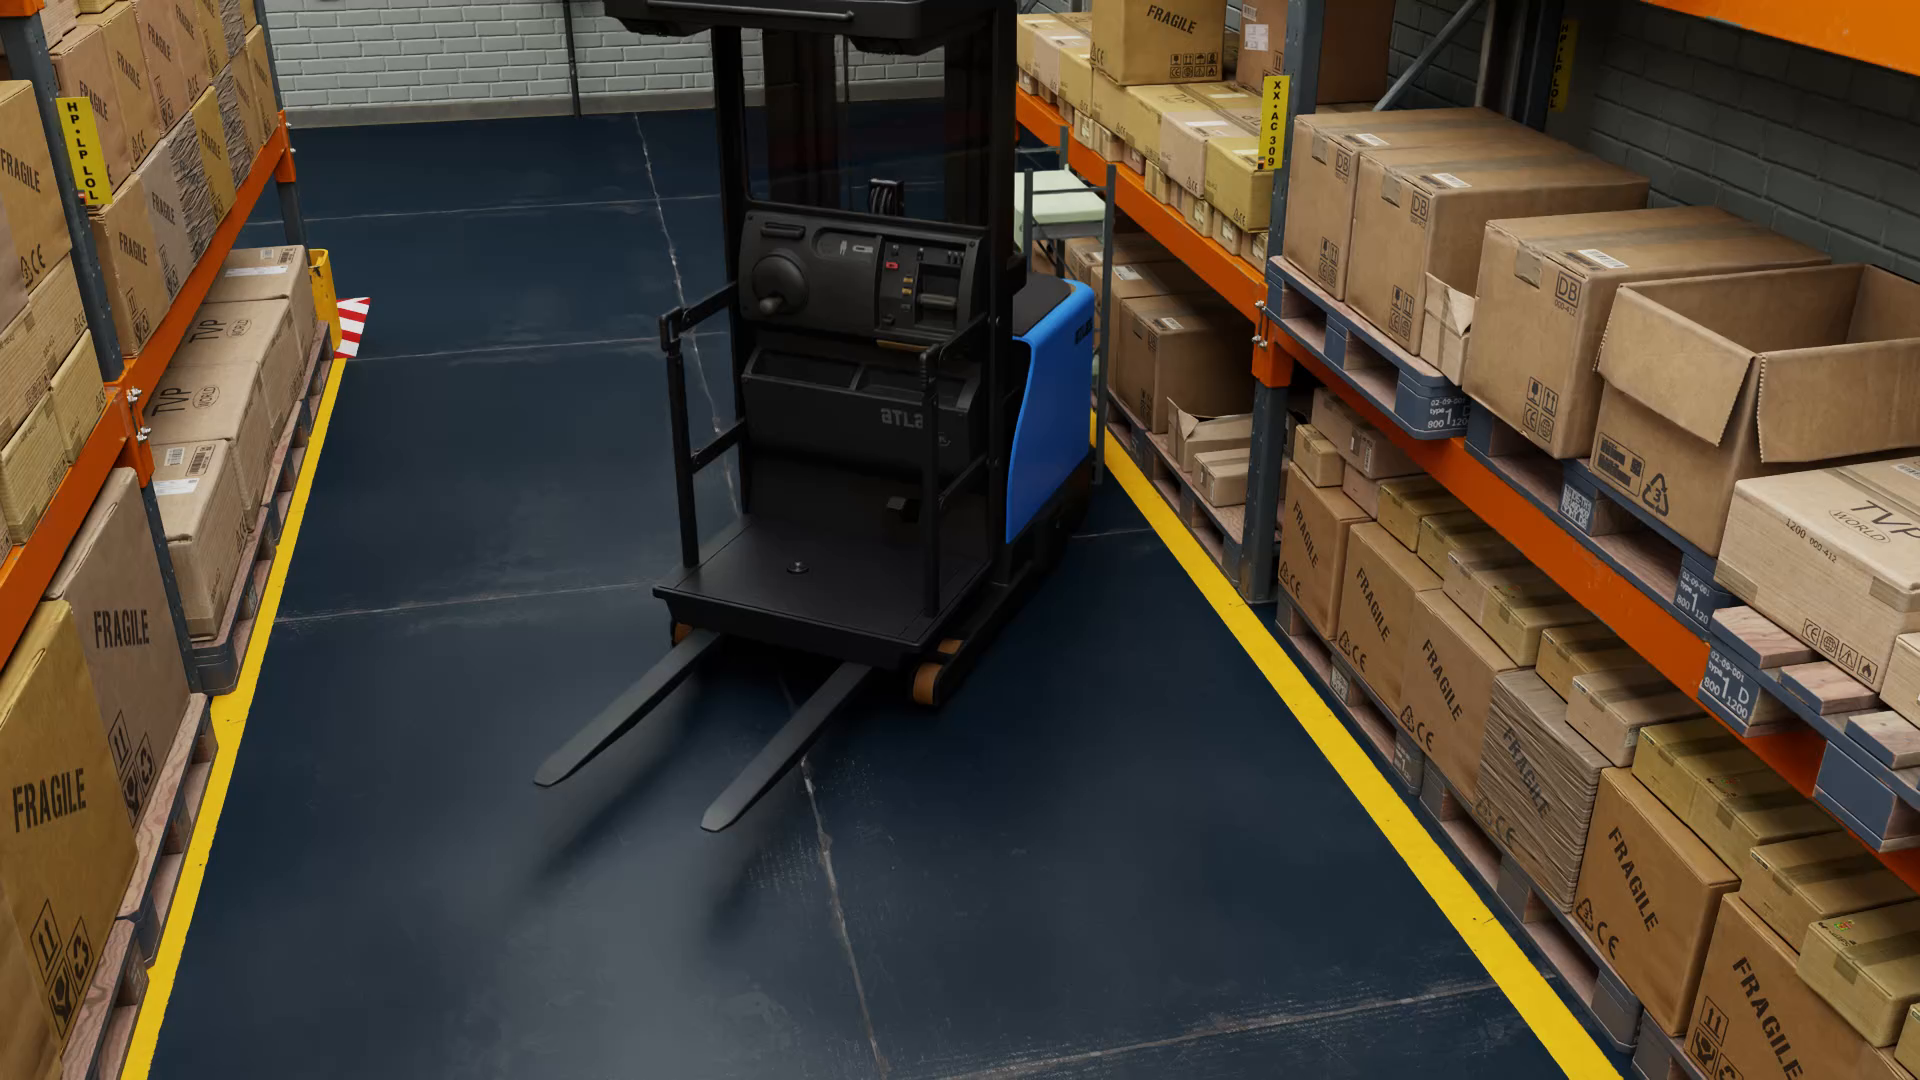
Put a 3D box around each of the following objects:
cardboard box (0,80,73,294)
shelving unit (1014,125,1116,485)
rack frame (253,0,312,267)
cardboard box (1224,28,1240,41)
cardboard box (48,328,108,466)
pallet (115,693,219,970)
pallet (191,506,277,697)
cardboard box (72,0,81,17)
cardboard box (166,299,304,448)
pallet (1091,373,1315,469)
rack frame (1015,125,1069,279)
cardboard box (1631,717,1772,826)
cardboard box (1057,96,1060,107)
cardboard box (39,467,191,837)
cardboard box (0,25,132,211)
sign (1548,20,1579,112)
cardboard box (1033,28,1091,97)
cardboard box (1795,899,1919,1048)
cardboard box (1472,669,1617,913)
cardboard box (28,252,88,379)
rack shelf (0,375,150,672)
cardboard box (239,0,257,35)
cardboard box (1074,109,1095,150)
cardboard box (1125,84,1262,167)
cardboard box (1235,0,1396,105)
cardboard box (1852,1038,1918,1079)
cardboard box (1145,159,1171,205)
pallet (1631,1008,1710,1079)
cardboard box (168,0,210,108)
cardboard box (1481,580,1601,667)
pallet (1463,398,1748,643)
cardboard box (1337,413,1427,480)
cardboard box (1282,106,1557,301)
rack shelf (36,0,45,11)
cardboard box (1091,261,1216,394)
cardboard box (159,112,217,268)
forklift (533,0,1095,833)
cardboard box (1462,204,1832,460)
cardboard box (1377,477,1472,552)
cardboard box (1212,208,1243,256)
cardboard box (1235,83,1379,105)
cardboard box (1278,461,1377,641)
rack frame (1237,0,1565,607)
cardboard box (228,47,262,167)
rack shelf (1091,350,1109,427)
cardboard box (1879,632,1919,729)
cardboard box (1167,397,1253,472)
[{"bbox_3d":[-2.851,-0.962,4.607,0.500,0.500,0.500,-5,27,-10],"label":"cardboard box"},{"bbox_3d":[0.388,-1.077,7.720,0.431,1.500,0.755,-6,27,-11],"label":"shelving unit"},{"bbox_3d":[-4.098,-2.398,8.672,1.000,3.000,0.127,-6,27,-12],"label":"rack frame"},{"bbox_3d":[1.214,-2.568,8.845,0.500,0.250,0.500,-6,27,-11],"label":"cardboard box"},{"bbox_3d":[-2.850,-0.404,4.887,0.500,0.250,0.500,-7,28,-13],"label":"cardboard box"},{"bbox_3d":[-2.949,0.934,5.165,1.003,0.211,1.213,-6,27,-12],"label":"pallet"},{"bbox_3d":[-3.292,0.261,6.498,1.003,0.211,1.213,-6,27,-12],"label":"pallet"},{"bbox_3d":[-3.187,-1.806,5.559,0.380,0.149,0.250,-6,27,-12],"label":"cardboard box"},{"bbox_3d":[-3.638,-0.761,7.806,0.875,0.438,0.875,-5,27,-10],"label":"cardboard box"},{"bbox_3d":[1.206,-0.741,8.484,1.003,0.211,1.213,-6,27,-12],"label":"pallet"},{"bbox_3d":[0.307,-1.238,8.039,0.400,1.500,0.023,-6,27,-11],"label":"rack frame"},{"bbox_3d":[2.002,0.589,4.341,0.380,0.149,0.250,-6,27,-12],"label":"cardboard box"},{"bbox_3d":[0.739,-2.400,8.956,0.380,0.149,0.250,-6,27,-12],"label":"cardboard box"},{"bbox_3d":[-2.979,0.383,5.054,0.875,0.875,0.875,-5,27,-10],"label":"cardboard box"},{"bbox_3d":[-3.068,-1.367,5.408,0.500,0.500,0.500,-6,27,-11],"label":"cardboard box"},{"bbox_3d":[2.178,-1.722,6.049,0.100,0.325,0.005,-6,27,-12],"label":"sign"},{"bbox_3d":[0.691,-2.522,8.753,0.500,0.250,0.500,-6,27,-11],"label":"cardboard box"},{"bbox_3d":[2.090,0.939,3.648,0.380,0.149,0.250,-7,28,-14],"label":"cardboard box"},{"bbox_3d":[1.877,0.697,4.849,0.500,0.500,0.500,-7,28,-13],"label":"cardboard box"},{"bbox_3d":[-2.861,-0.629,4.779,0.500,0.250,0.500,-6,27,-12],"label":"cardboard box"},{"bbox_3d":[-2.746,0.557,3.615,1.077,0.370,4.000,-6,27,-12],"label":"rack shelf"},{"bbox_3d":[-3.758,-2.701,8.053,0.500,0.500,0.500,-5,27,-10],"label":"cardboard box"},{"bbox_3d":[0.786,-2.049,8.259,0.380,0.149,0.250,-7,28,-13],"label":"cardboard box"},{"bbox_3d":[1.059,-1.851,7.425,0.500,0.250,0.500,-6,27,-12],"label":"cardboard box"},{"bbox_3d":[1.562,-2.229,7.341,0.500,0.500,0.500,-7,28,-13],"label":"cardboard box"},{"bbox_3d":[2.235,1.373,3.509,0.500,0.500,0.500,-5,27,-10],"label":"cardboard box"},{"bbox_3d":[1.041,-1.601,7.371,0.380,0.149,0.250,-6,27,-12],"label":"cardboard box"},{"bbox_3d":[2.408,1.522,4.001,1.003,0.211,1.213,-6,27,-12],"label":"pallet"},{"bbox_3d":[-3.391,-2.037,6.735,0.500,0.500,0.500,-6,27,-12],"label":"cardboard box"},{"bbox_3d":[1.815,0.243,5.029,0.380,0.149,0.250,-5,27,-10],"label":"cardboard box"},{"bbox_3d":[2.097,-0.159,4.449,1.003,0.211,1.213,-6,27,-12],"label":"pallet"},{"bbox_3d":[1.565,-0.348,5.868,0.380,0.149,0.250,-7,28,-14],"label":"cardboard box"},{"bbox_3d":[1.529,-1.145,5.612,0.700,0.500,0.500,-5,27,-10],"label":"cardboard box"},{"bbox_3d":[-3.647,-2.538,6.419,1.077,0.370,4.000,-6,27,-12],"label":"rack shelf"},{"bbox_3d":[0.959,-1.076,8.360,0.500,0.500,0.500,-5,27,-11],"label":"cardboard box"},{"bbox_3d":[-3.263,-1.359,6.504,0.500,0.500,0.500,-6,27,-11],"label":"cardboard box"},{"bbox_3d":[-0.454,-0.916,5.813,1.130,2.935,3.031,11,29,20],"label":"forklift"},{"bbox_3d":[1.823,-0.573,4.479,0.700,0.500,0.500,-6,27,-12],"label":"cardboard box"},{"bbox_3d":[1.667,-0.099,5.705,0.380,0.149,0.250,-7,28,-14],"label":"cardboard box"},{"bbox_3d":[1.241,-1.262,6.700,0.380,0.149,0.250,-5,27,-10],"label":"cardboard box"},{"bbox_3d":[1.556,-1.904,7.531,0.500,0.250,0.500,-5,27,-10],"label":"cardboard box"},{"bbox_3d":[1.528,0.016,6.197,0.500,0.500,0.500,-5,27,-9],"label":"cardboard box"},{"bbox_3d":[1.638,-1.148,6.195,1.000,3.000,0.127,-6,27,-12],"label":"rack frame"},{"bbox_3d":[-3.633,-2.036,7.844,0.500,0.500,0.500,-7,28,-13],"label":"cardboard box"},{"bbox_3d":[0.388,-0.786,7.867,0.431,0.370,0.720,-6,27,-11],"label":"rack shelf"},{"bbox_3d":[2.018,0.284,3.172,0.380,0.149,0.250,-5,27,-11],"label":"cardboard box"},{"bbox_3d":[1.146,-0.486,7.452,0.396,0.266,0.258,-5,27,-10],"label":"cardboard box"}]
